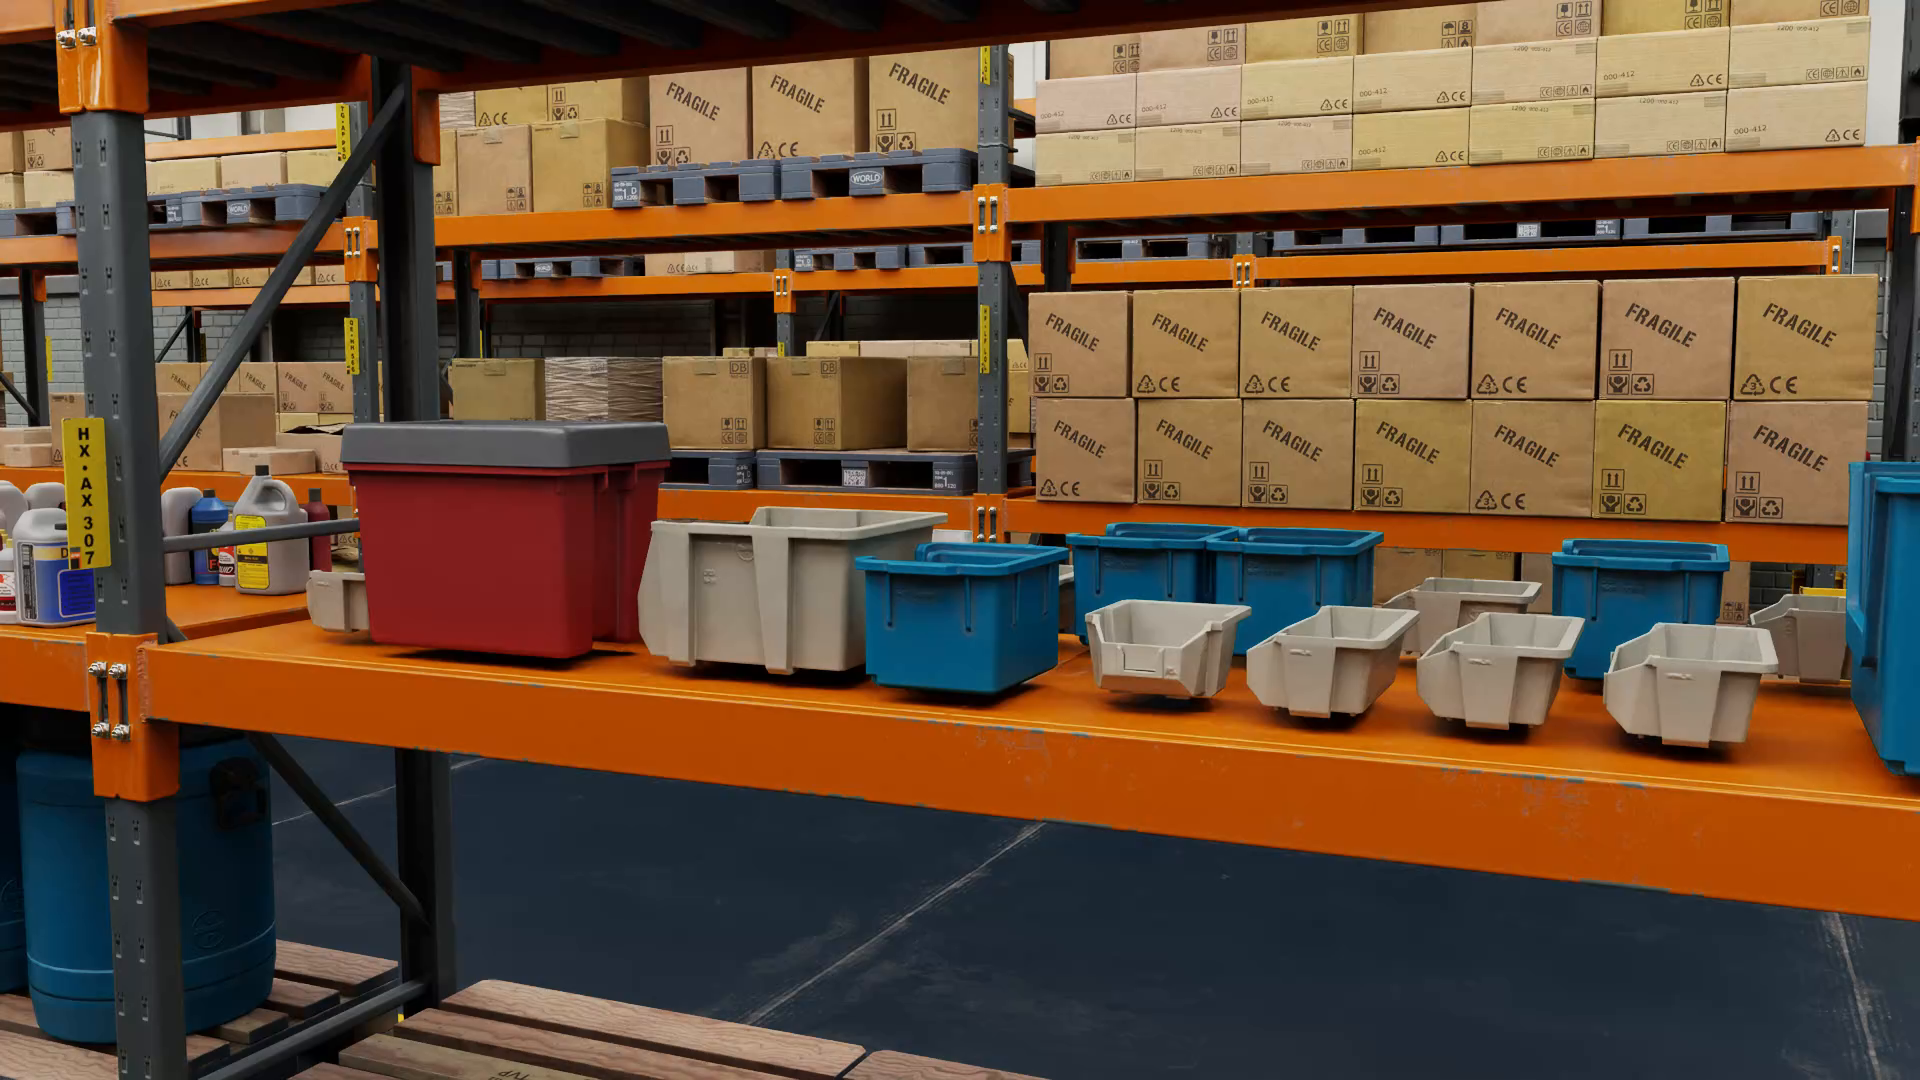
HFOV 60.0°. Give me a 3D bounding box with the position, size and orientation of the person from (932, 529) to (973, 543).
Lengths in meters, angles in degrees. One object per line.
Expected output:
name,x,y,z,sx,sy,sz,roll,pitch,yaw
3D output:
person,-0.079,-0.172,12.174,0.494,1.782,0.561,3,6,25
